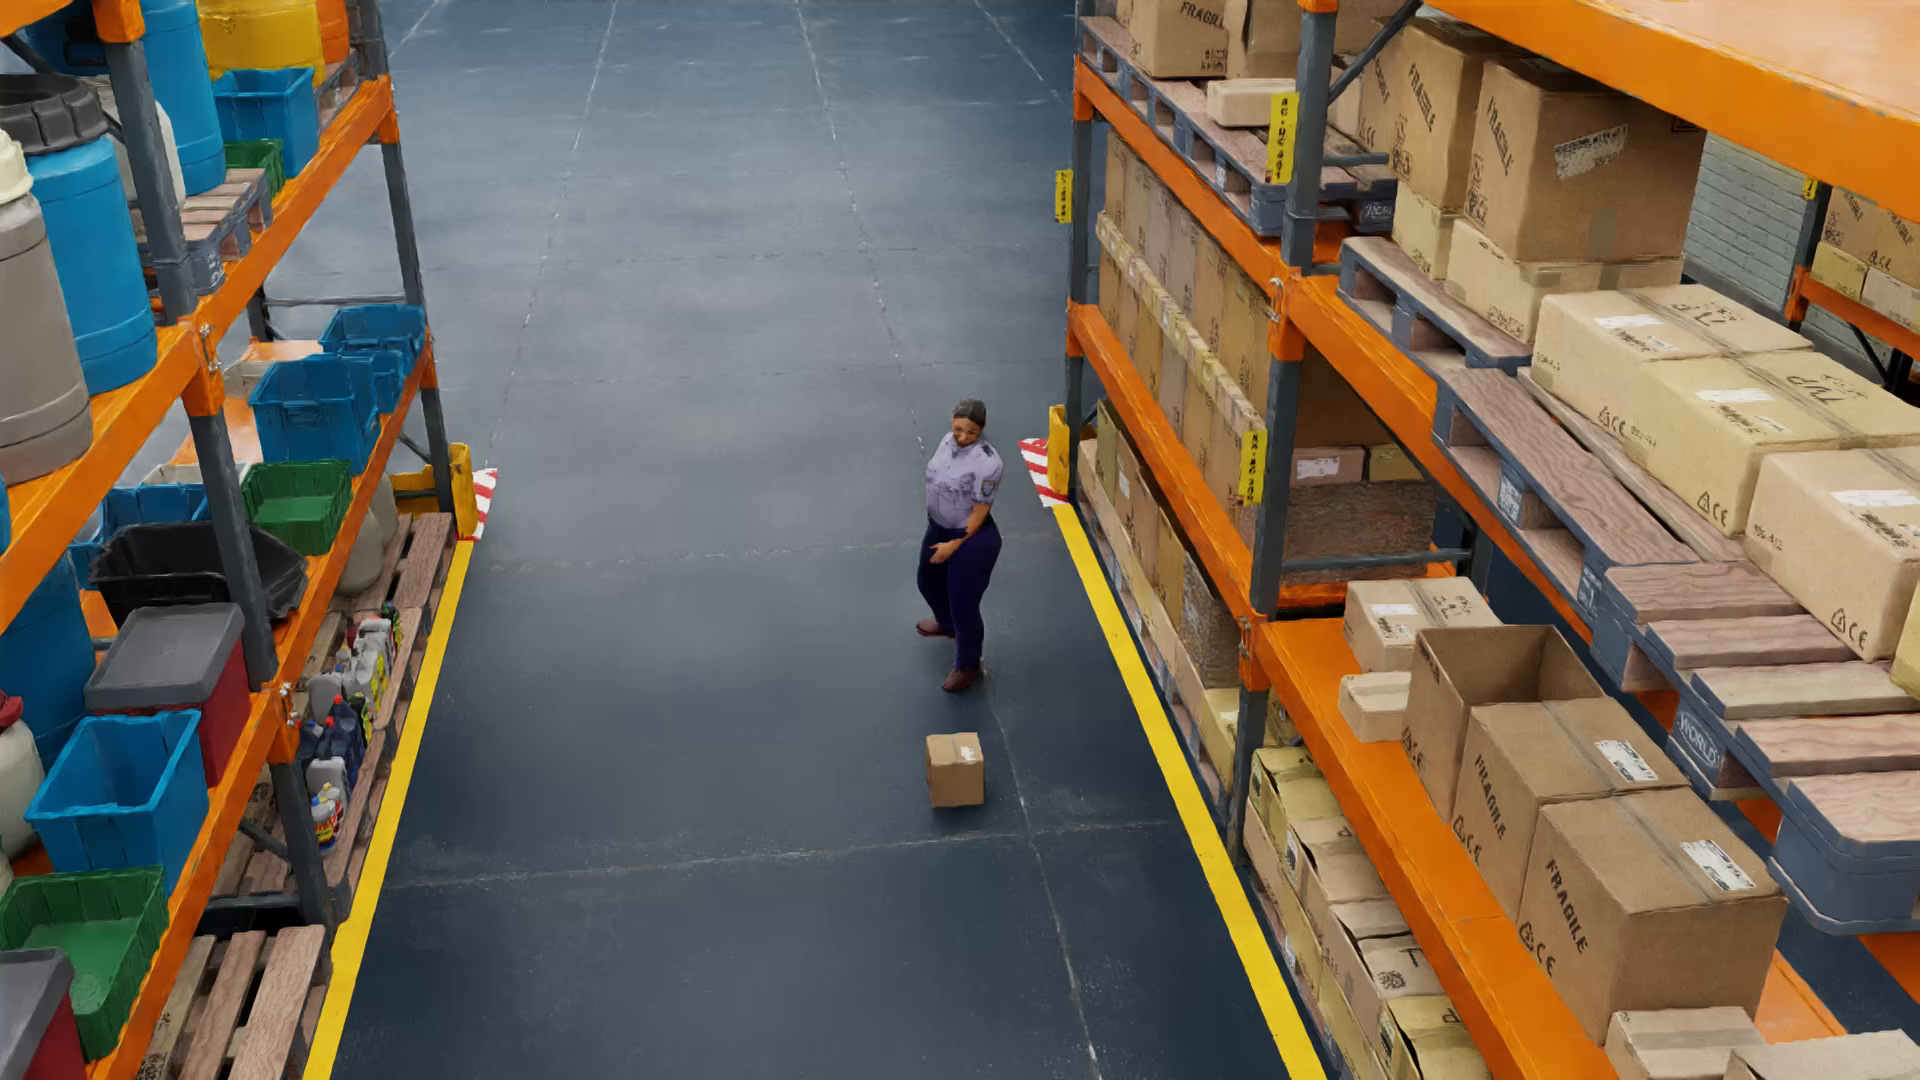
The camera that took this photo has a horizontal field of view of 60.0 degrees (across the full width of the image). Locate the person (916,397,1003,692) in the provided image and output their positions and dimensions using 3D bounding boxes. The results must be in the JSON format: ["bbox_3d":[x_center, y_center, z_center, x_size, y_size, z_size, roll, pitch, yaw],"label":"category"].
[{"bbox_3d":[-0.055,-0.039,8.739,0.447,1.617,0.722,-18,32,-31],"label":"person"}]
